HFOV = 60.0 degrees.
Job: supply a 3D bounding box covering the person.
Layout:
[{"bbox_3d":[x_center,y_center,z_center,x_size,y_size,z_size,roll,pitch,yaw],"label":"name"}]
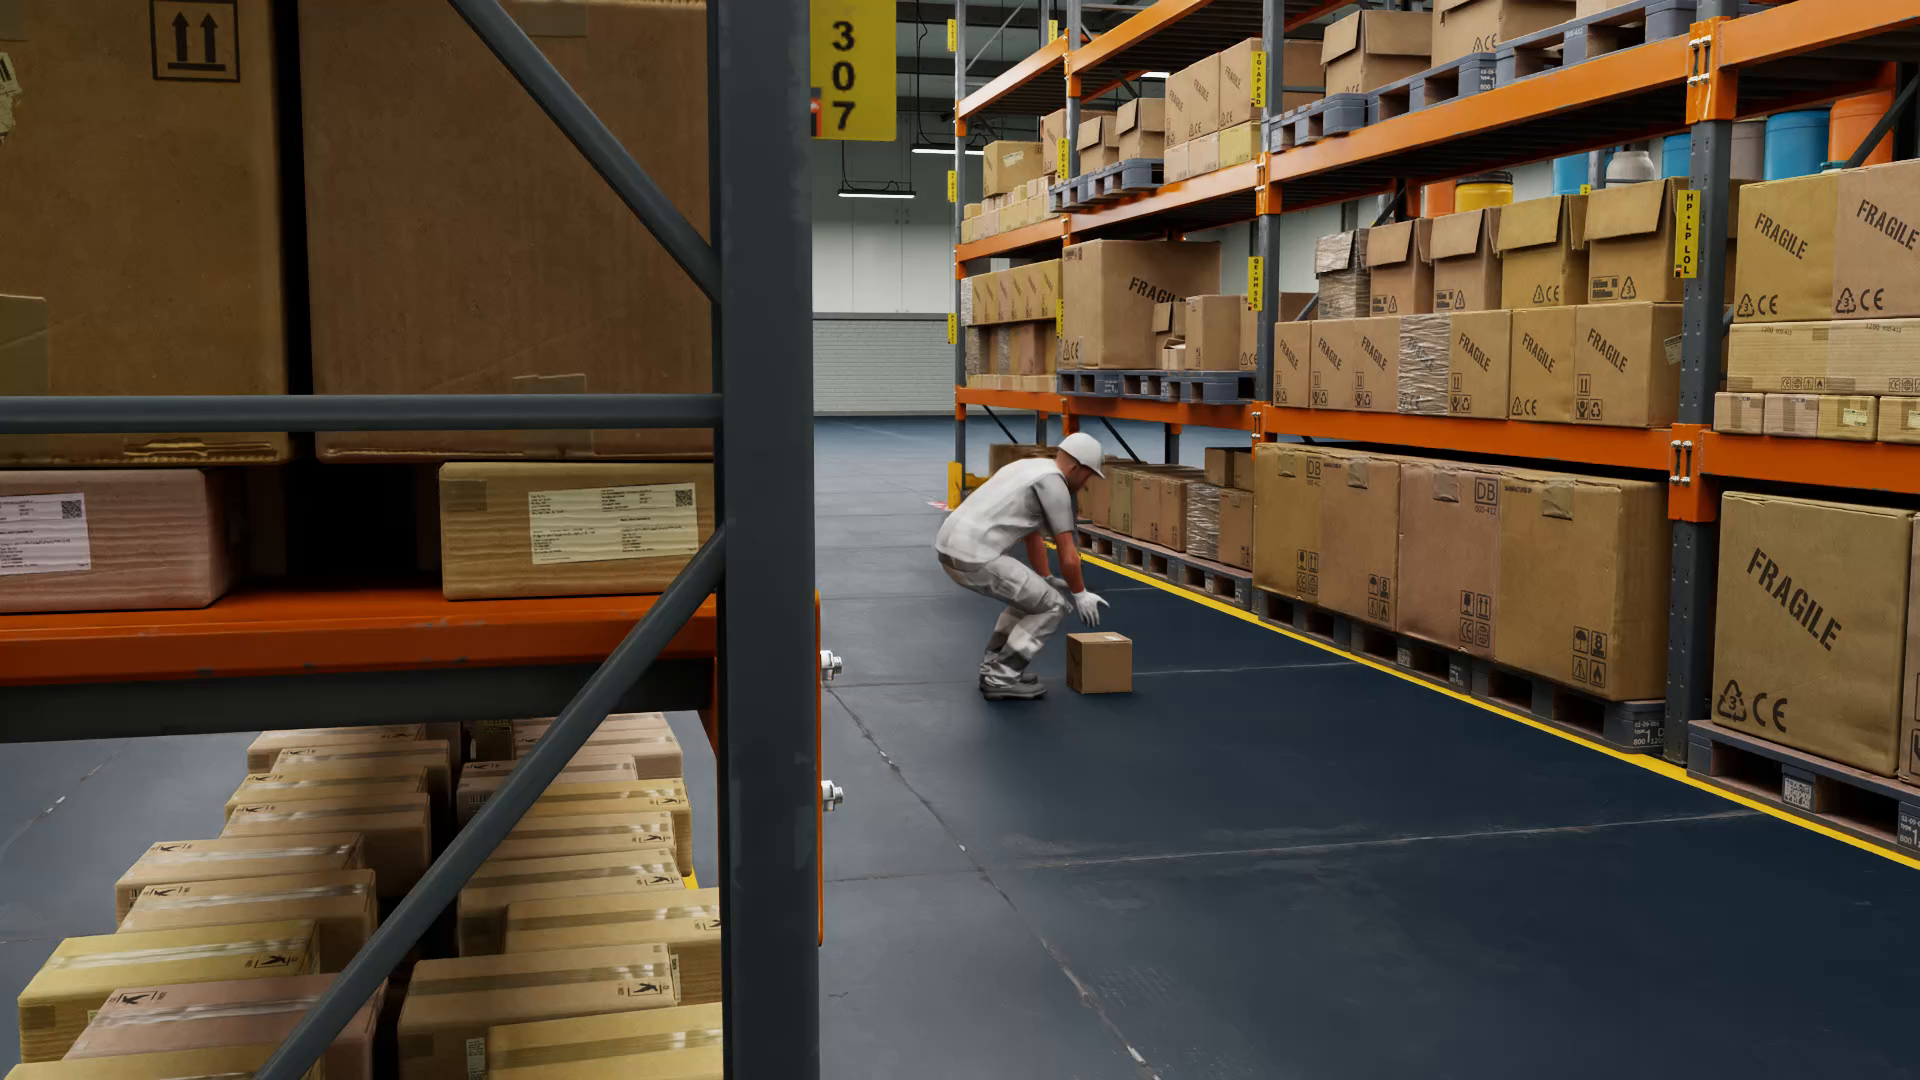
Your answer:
[{"bbox_3d":[0.290,0.111,7.895,0.838,1.230,0.585,-1,6,-14],"label":"person"}]
